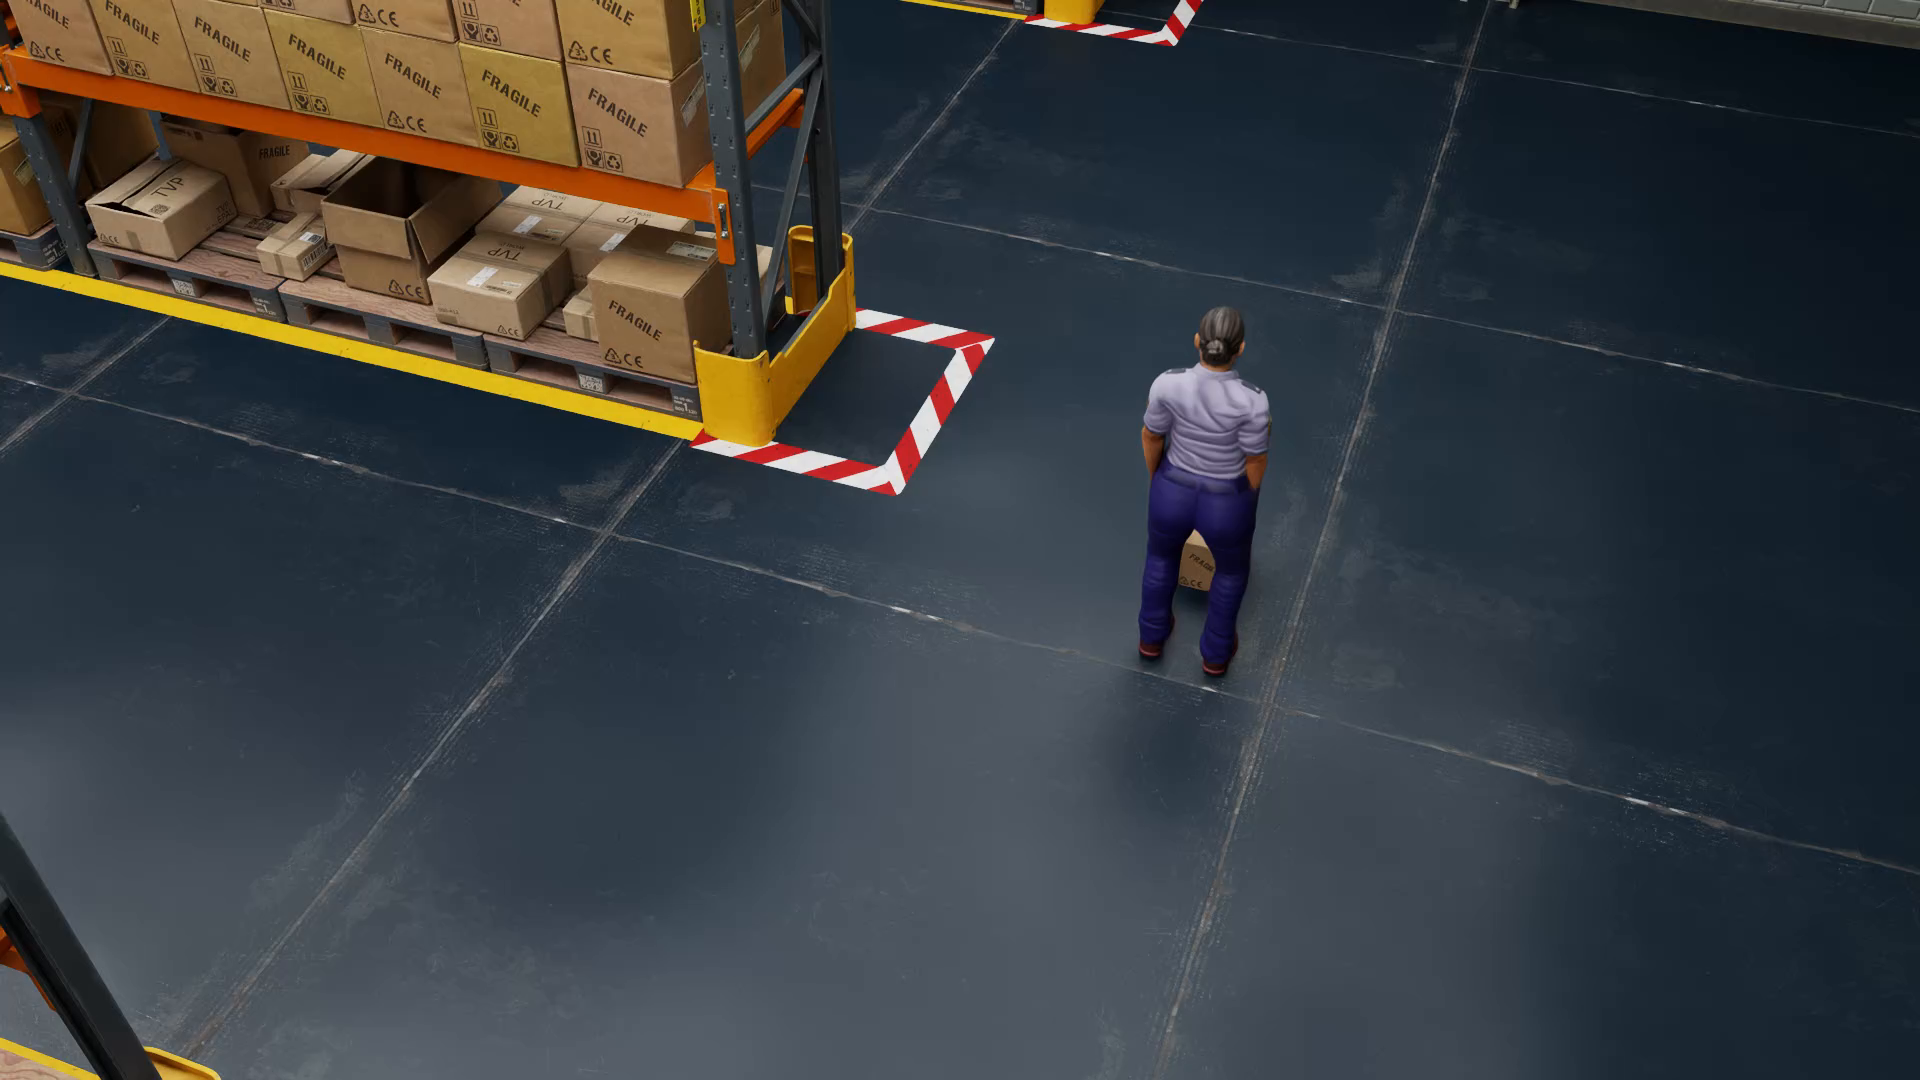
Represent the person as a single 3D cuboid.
[{"bbox_3d":[0.911,-0.161,6.371,0.483,1.631,0.352,15,44,16],"label":"person"}]
